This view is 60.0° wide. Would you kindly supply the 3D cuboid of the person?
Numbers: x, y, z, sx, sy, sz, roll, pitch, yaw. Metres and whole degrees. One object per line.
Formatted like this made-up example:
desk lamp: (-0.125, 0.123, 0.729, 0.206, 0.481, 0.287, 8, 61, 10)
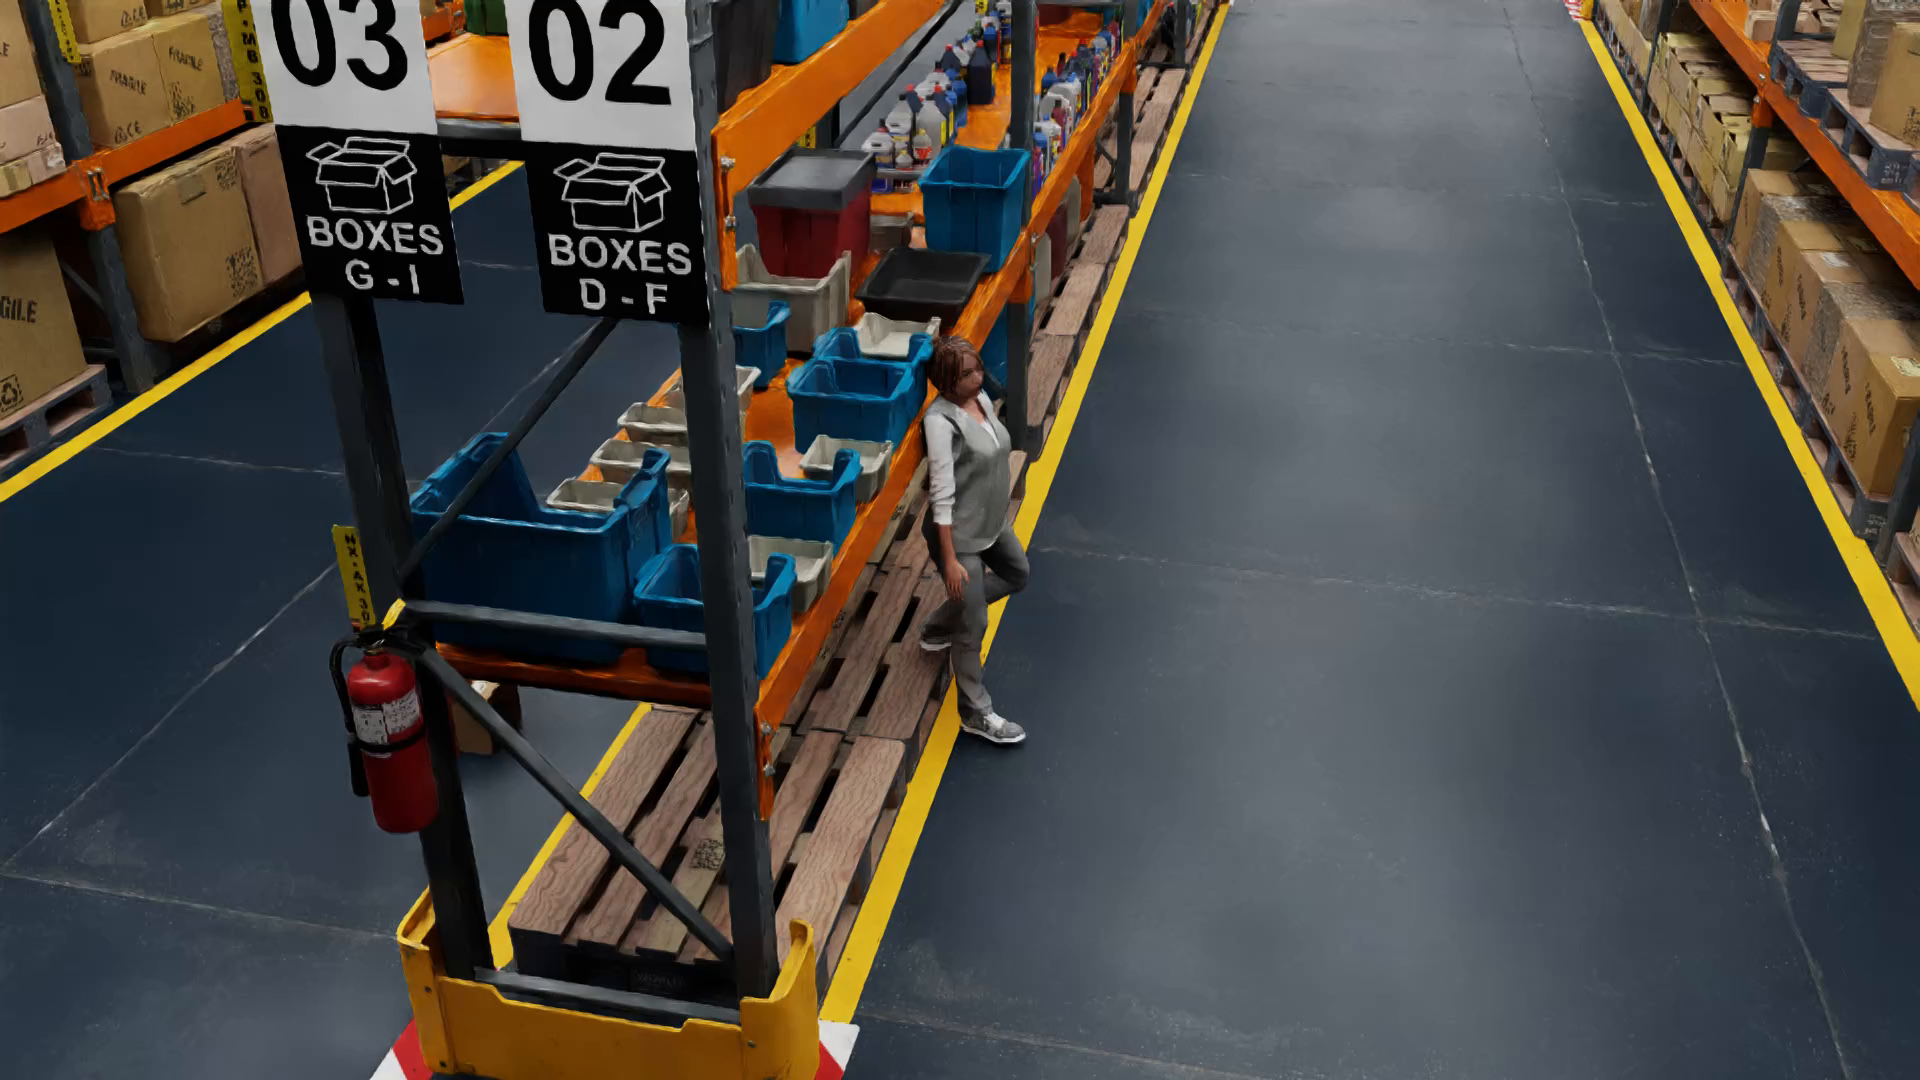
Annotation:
person: (0.047, -0.011, 6.126, 0.517, 1.580, 0.601, 11, 31, 18)
